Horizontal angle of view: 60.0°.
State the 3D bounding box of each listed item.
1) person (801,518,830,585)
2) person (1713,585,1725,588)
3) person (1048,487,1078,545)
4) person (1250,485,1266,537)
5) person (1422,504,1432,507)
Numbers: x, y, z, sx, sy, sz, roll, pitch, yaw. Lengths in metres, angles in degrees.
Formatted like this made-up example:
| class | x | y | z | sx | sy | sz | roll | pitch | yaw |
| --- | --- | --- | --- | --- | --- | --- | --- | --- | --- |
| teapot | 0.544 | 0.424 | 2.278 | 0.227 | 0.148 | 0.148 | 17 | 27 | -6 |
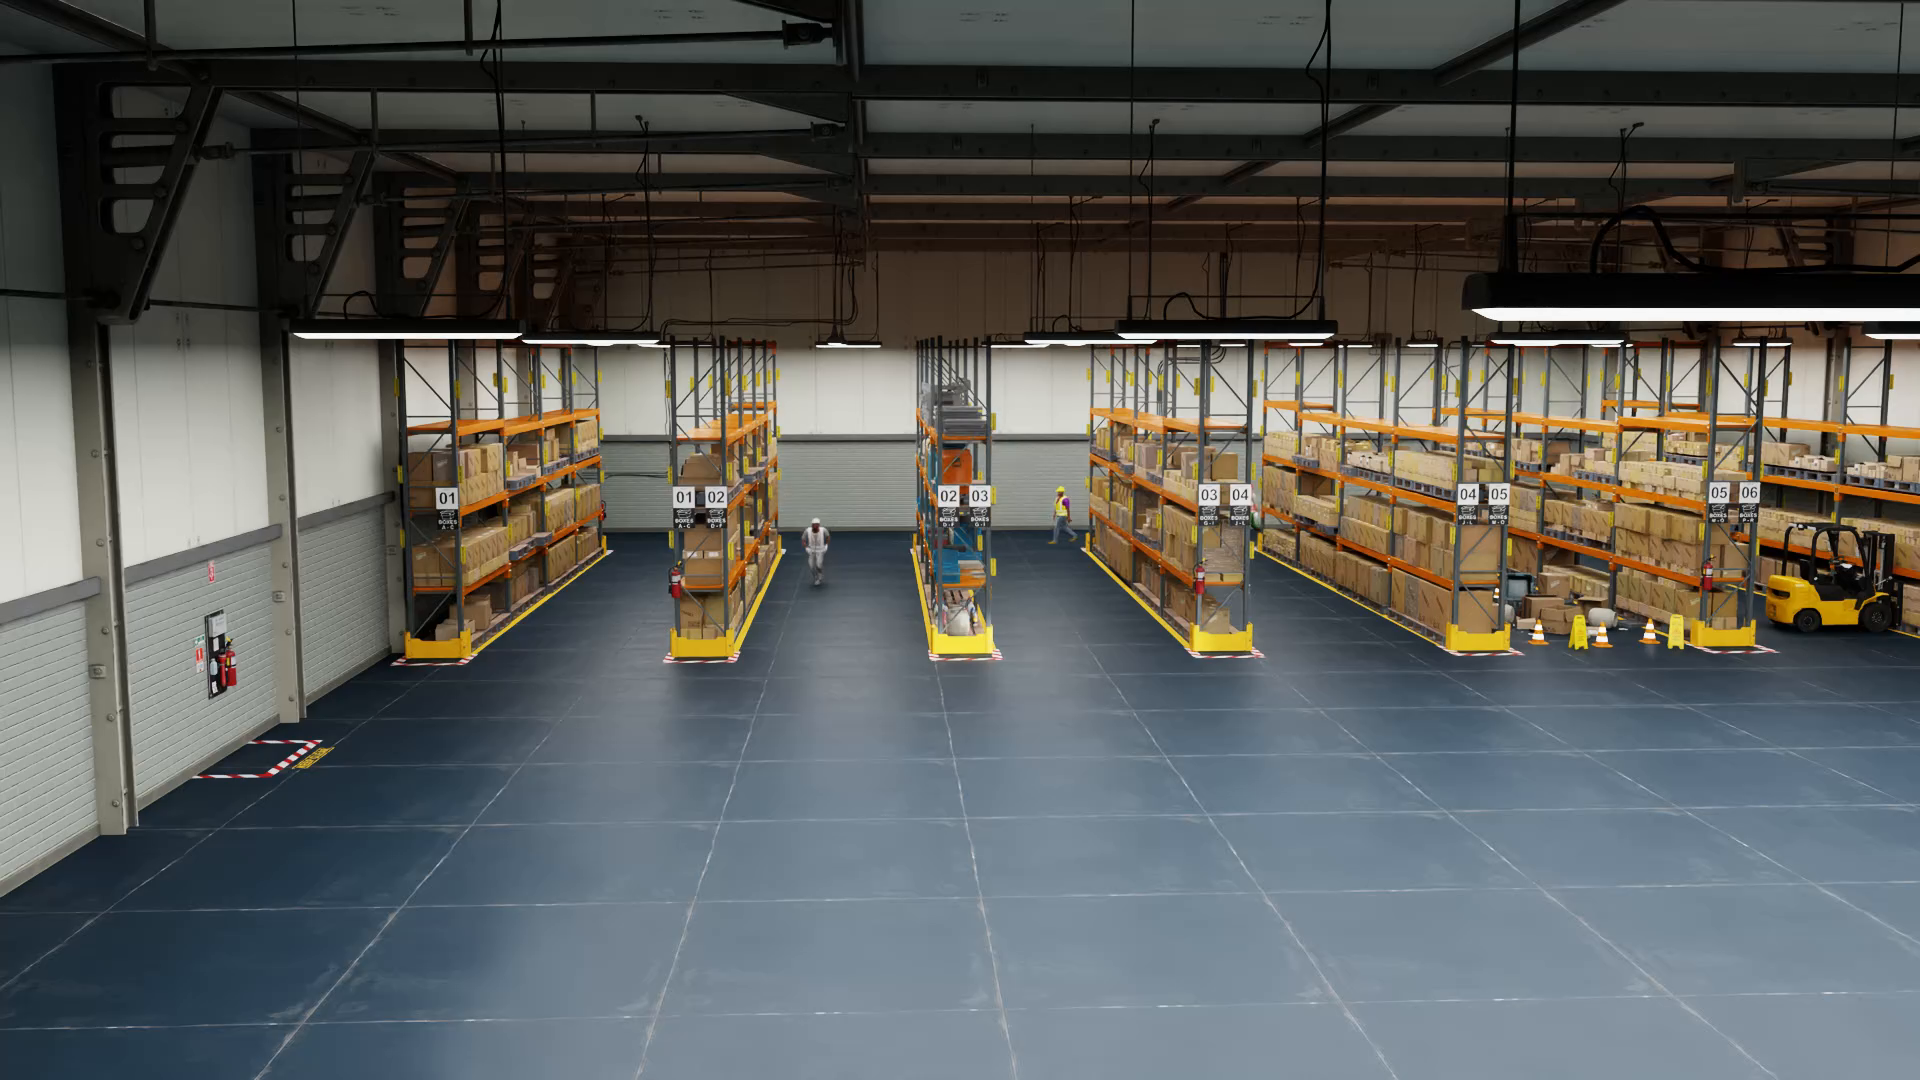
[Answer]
| class | x | y | z | sx | sy | sz | roll | pitch | yaw |
| --- | --- | --- | --- | --- | --- | --- | --- | --- | --- |
| person | -3.531 | 0.279 | 40.670 | 0.665 | 1.673 | 0.669 | 1 | 7 | 7 |
| person | 16.677 | 0.782 | 36.479 | 0.435 | 1.603 | 0.445 | -1 | 7 | -8 |
| person | 3.039 | -0.723 | 49.180 | 0.996 | 1.730 | 0.539 | -1 | 7 | -12 |
| person | 8.747 | -0.840 | 50.123 | 1.034 | 1.753 | 0.528 | -1 | 7 | -9 |
| person | 12.501 | -0.186 | 44.216 | 0.566 | 1.744 | 0.527 | -4 | 8 | -32 |
